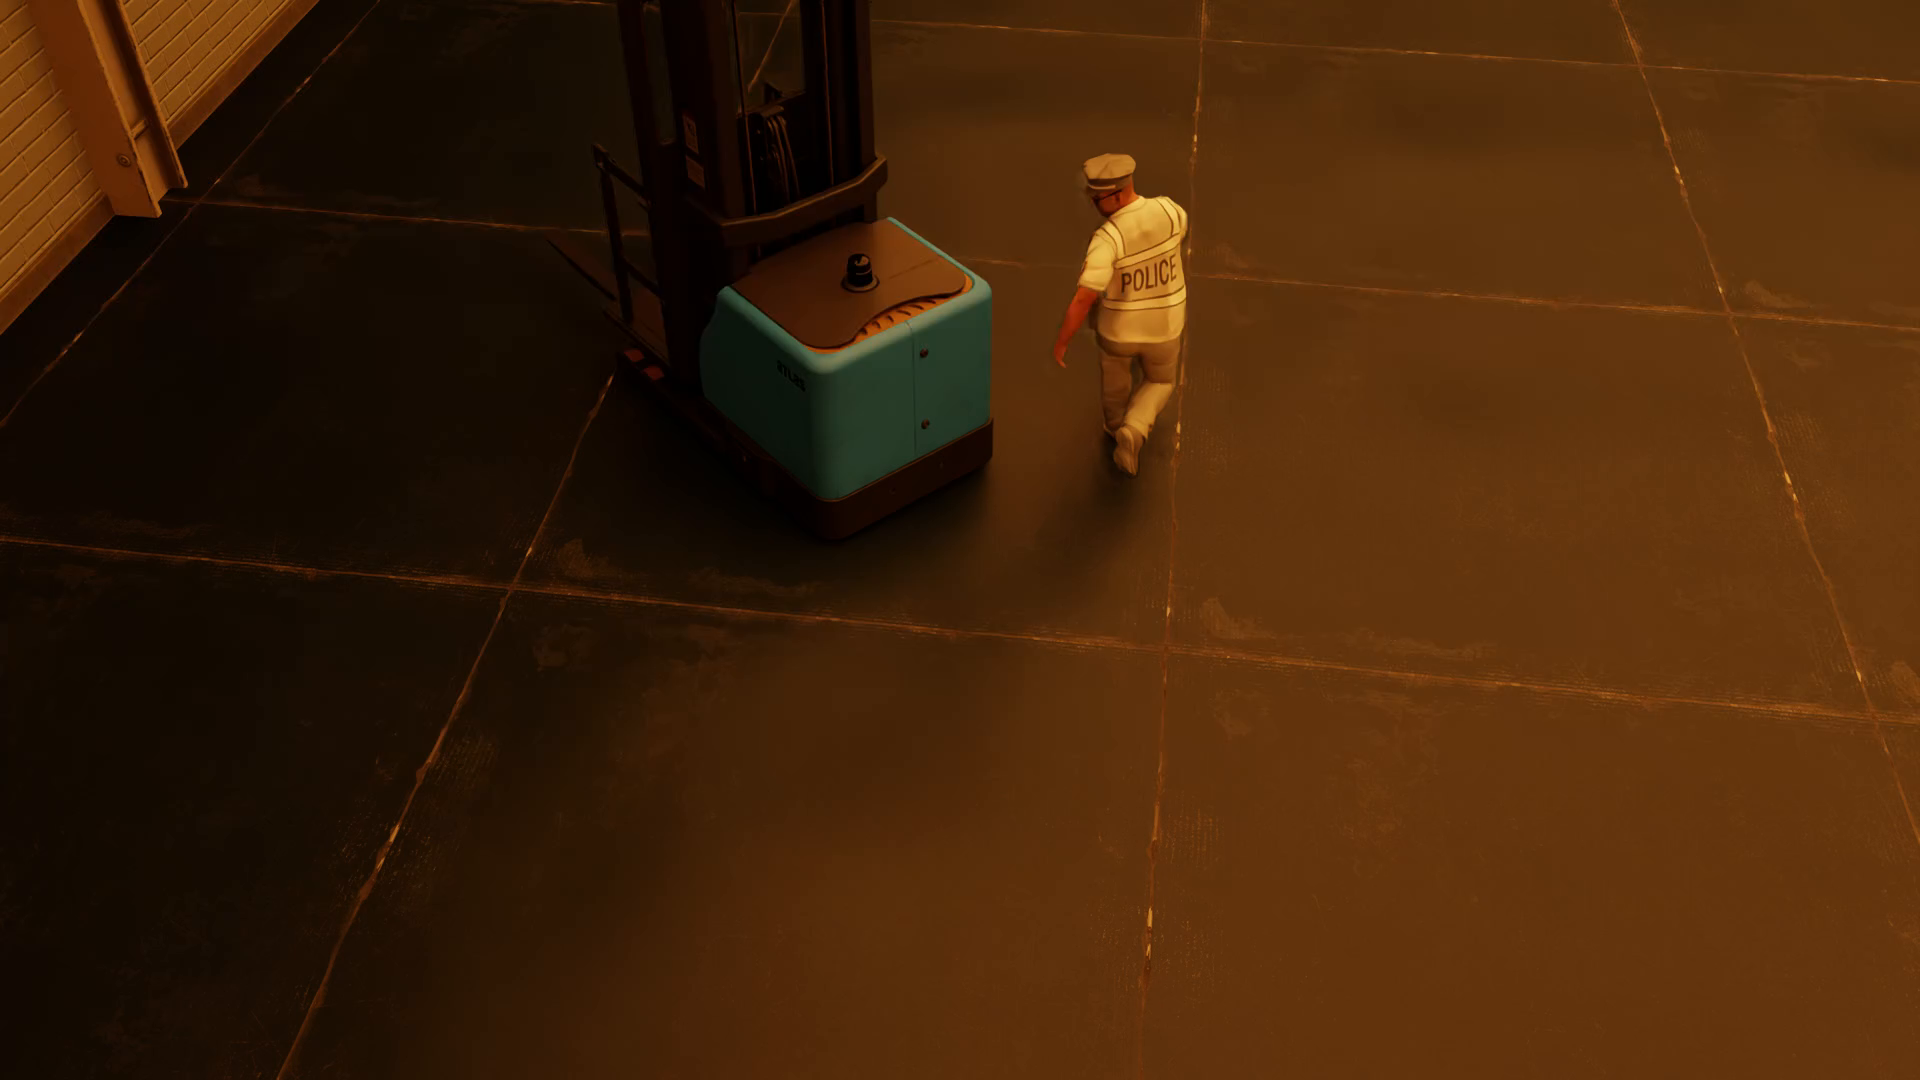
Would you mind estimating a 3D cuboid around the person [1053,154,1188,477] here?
[{"bbox_3d":[0.764,-1.078,7.974,0.654,1.531,0.830,-2,43,-2],"label":"person"}]

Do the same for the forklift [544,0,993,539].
[{"bbox_3d":[-1.158,-2.017,7.920,1.130,2.935,3.031,-29,50,-28],"label":"forklift"}]
